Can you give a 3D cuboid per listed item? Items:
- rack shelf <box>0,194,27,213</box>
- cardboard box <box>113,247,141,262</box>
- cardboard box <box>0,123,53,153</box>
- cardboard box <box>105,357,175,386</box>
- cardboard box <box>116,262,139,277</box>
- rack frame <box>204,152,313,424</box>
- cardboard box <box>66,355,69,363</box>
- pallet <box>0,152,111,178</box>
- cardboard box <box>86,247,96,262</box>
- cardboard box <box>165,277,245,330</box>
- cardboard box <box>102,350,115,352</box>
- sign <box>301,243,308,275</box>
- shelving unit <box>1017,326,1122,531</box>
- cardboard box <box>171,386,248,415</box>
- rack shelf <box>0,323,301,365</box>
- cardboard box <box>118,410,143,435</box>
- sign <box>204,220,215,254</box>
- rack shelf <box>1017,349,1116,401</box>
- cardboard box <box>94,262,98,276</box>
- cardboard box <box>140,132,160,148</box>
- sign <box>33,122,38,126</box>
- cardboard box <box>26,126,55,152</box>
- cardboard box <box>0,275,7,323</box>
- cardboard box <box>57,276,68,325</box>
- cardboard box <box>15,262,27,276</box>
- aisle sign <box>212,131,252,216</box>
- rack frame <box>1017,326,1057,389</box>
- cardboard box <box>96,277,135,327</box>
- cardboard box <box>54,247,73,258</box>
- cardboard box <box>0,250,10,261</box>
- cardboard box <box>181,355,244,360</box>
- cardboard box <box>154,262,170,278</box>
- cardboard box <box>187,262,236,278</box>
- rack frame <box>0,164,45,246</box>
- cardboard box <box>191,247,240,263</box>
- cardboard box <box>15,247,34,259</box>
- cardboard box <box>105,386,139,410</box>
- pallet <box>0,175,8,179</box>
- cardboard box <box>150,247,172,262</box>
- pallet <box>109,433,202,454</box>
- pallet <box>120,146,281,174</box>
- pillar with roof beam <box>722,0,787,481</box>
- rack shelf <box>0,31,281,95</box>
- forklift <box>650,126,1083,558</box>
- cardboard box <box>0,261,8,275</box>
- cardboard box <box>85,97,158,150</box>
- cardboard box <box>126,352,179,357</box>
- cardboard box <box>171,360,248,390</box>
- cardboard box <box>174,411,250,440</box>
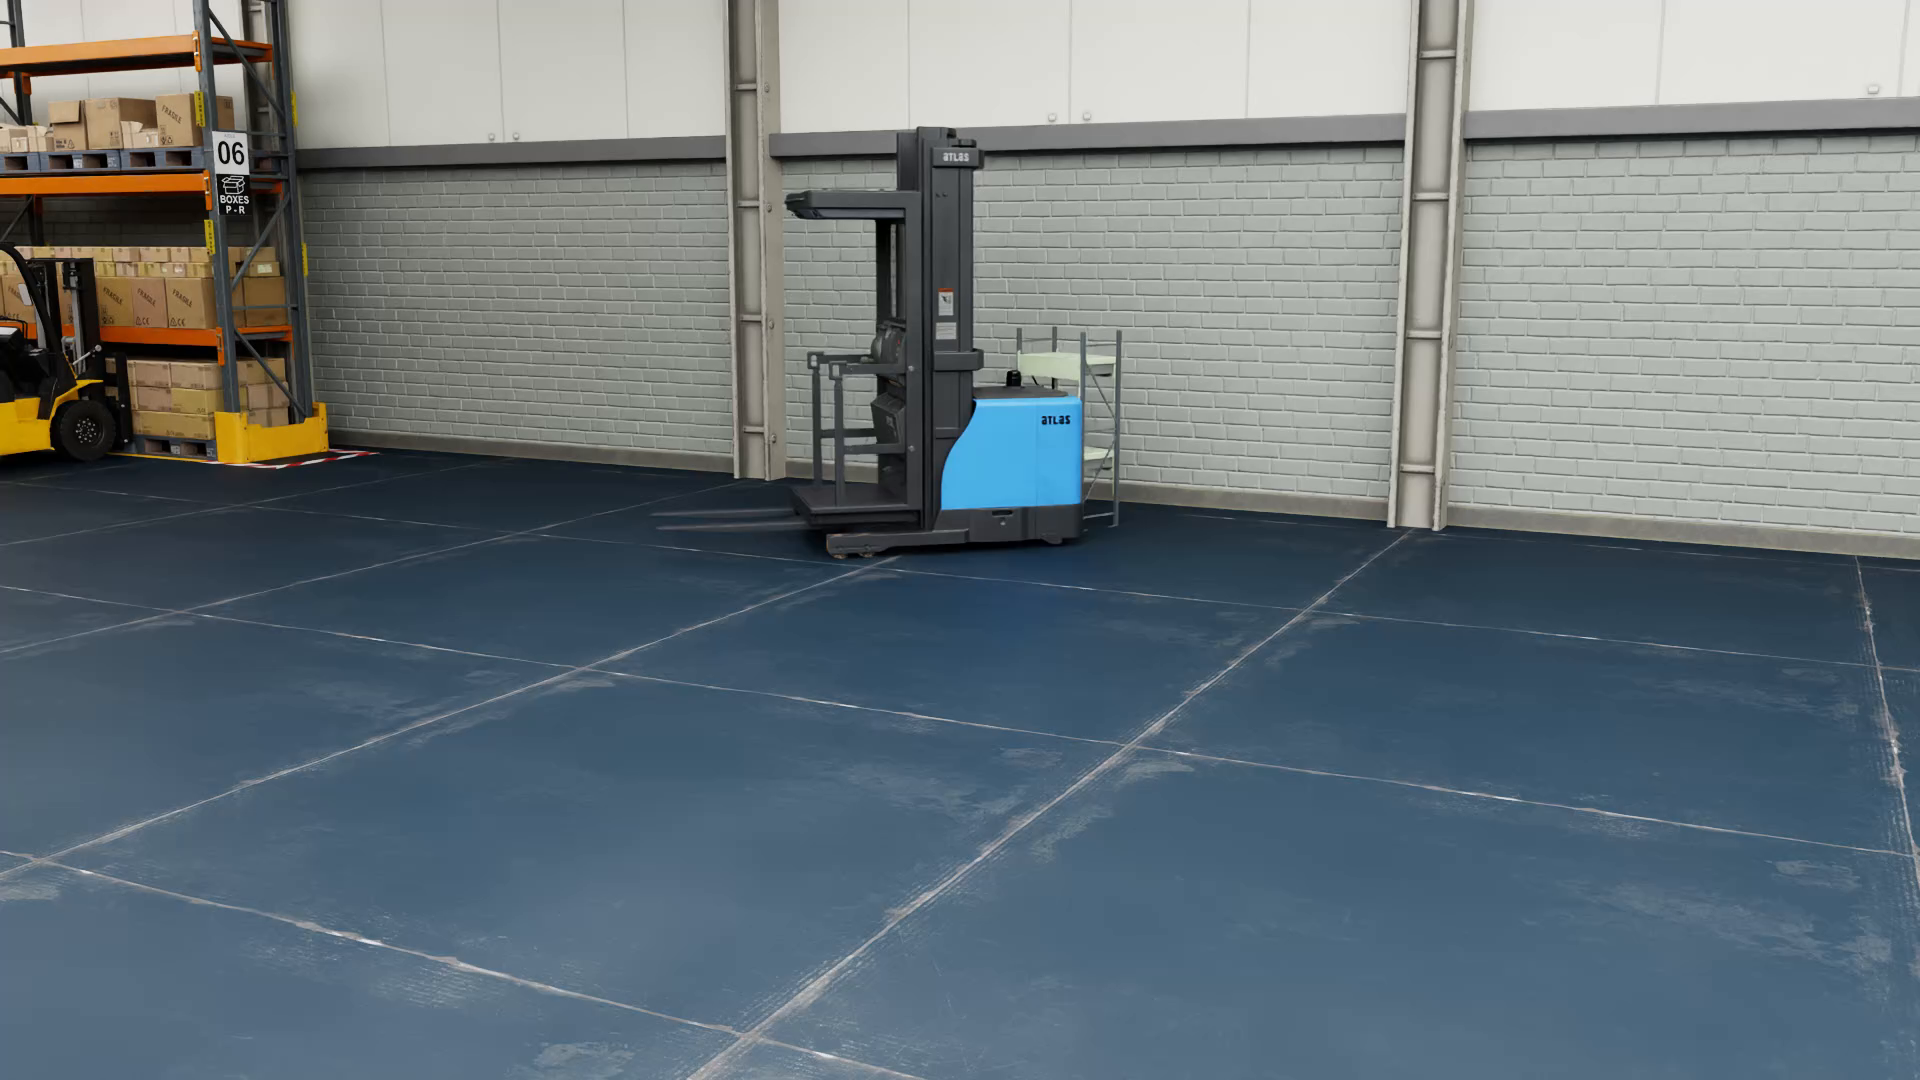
[{"bbox_3d":[-12.388,-3.928,19.108,4.000,0.370,1.077,5,11,26],"label":"rack shelf"},{"bbox_3d":[-8.376,-2.907,16.935,0.250,0.149,0.380,5,12,27],"label":"cardboard box"},{"bbox_3d":[-9.956,-4.232,17.557,0.500,0.311,0.500,5,12,27],"label":"cardboard box"},{"bbox_3d":[-8.475,-1.743,17.170,0.500,0.250,0.500,5,11,27],"label":"cardboard box"},{"bbox_3d":[-8.367,-2.764,16.980,0.250,0.149,0.380,5,11,24],"label":"cardboard box"},{"bbox_3d":[-7.007,-2.333,16.698,0.127,3.000,1.000,5,11,26],"label":"rack frame"},{"bbox_3d":[-9.394,-1.826,17.633,0.500,0.250,0.500,5,12,28],"label":"cardboard box"},{"bbox_3d":[-9.818,-4.018,17.832,1.213,0.211,1.003,5,11,26],"label":"pallet"},{"bbox_3d":[-8.800,-2.962,17.238,0.250,0.149,0.380,5,11,27],"label":"cardboard box"},{"bbox_3d":[-7.565,-2.379,16.672,0.500,0.500,0.500,5,11,25],"label":"cardboard box"},{"bbox_3d":[-9.606,-1.948,18.307,0.500,0.250,0.500,5,11,25],"label":"cardboard box"},{"bbox_3d":[-6.756,-2.886,17.101,0.005,0.325,0.100,5,11,26],"label":"sign"},{"bbox_3d":[0.831,-0.875,12.855,0.431,1.500,0.755,-8,13,-38],"label":"shelving unit"},{"bbox_3d":[-7.582,-1.421,16.797,0.500,0.250,0.500,5,11,25],"label":"cardboard box"},{"bbox_3d":[-8.801,-2.137,17.633,4.000,0.370,1.077,5,11,26],"label":"rack shelf"},{"bbox_3d":[-8.455,-1.255,17.282,0.500,0.250,0.500,5,11,26],"label":"cardboard box"},{"bbox_3d":[-7.260,-2.934,16.101,0.005,0.325,0.100,5,11,26],"label":"sign"},{"bbox_3d":[0.831,-1.259,12.786,0.431,0.370,0.720,-8,13,-38],"label":"rack shelf"},{"bbox_3d":[-8.787,-2.815,17.261,0.250,0.149,0.380,5,11,25],"label":"cardboard box"},{"bbox_3d":[-7.884,-3.958,16.500,0.250,0.149,0.380,5,11,24],"label":"cardboard box"},{"bbox_3d":[-10.350,-4.506,18.610,0.005,0.325,0.100,5,11,26],"label":"sign"},{"bbox_3d":[-9.397,-4.149,17.224,0.258,0.266,0.396,5,11,24],"label":"cardboard box"},{"bbox_3d":[-10.312,-2.621,18.007,0.500,0.500,0.500,5,11,24],"label":"cardboard box"},{"bbox_3d":[-9.383,-2.543,17.576,0.500,0.500,0.500,5,11,25],"label":"cardboard box"},{"bbox_3d":[-9.757,-2.882,17.629,0.250,0.149,0.380,5,12,27],"label":"cardboard box"},{"bbox_3d":[-7.078,-3.560,16.179,0.004,0.787,0.394,5,11,26],"label":"aisle sign"},{"bbox_3d":[0.604,-0.926,13.138,0.400,1.500,0.023,-8,13,-38],"label":"rack frame"},{"bbox_3d":[-8.485,-2.462,17.129,0.500,0.500,0.500,5,11,25],"label":"cardboard box"},{"bbox_3d":[-9.249,-3.002,17.455,0.250,0.149,0.380,5,11,26],"label":"cardboard box"},{"bbox_3d":[-10.157,-3.087,17.928,0.250,0.149,0.380,5,11,27],"label":"cardboard box"},{"bbox_3d":[-7.804,-1.786,17.407,0.500,0.250,0.500,5,11,26],"label":"cardboard box"},{"bbox_3d":[-7.890,-2.730,16.787,0.250,0.149,0.380,5,12,27],"label":"cardboard box"},{"bbox_3d":[-7.442,-2.684,16.535,0.250,0.149,0.380,5,11,27],"label":"cardboard box"},{"bbox_3d":[-10.594,-2.648,18.440,0.127,3.000,1.000,5,11,26],"label":"rack frame"},{"bbox_3d":[-7.421,-2.842,16.575,0.250,0.149,0.380,5,11,26],"label":"cardboard box"},{"bbox_3d":[-9.747,-3.029,17.606,0.250,0.149,0.380,5,12,27],"label":"cardboard box"},{"bbox_3d":[-8.499,-1.500,17.231,0.500,0.250,0.500,5,11,25],"label":"cardboard box"},{"bbox_3d":[-11.391,-4.098,18.562,1.217,0.209,0.805,5,11,24],"label":"pallet"},{"bbox_3d":[-7.903,-2.873,16.745,0.250,0.149,0.380,5,12,27],"label":"cardboard box"},{"bbox_3d":[-8.801,-1.111,17.775,1.213,0.211,1.003,5,11,26],"label":"pallet"},{"bbox_3d":[-7.630,-3.825,16.770,1.213,0.211,1.003,5,11,26],"label":"pallet"},{"bbox_3d":[-3.757,-4.324,10.851,0.400,9.000,9.100,5,11,26],"label":"pillar with roof beam"},{"bbox_3d":[-8.801,-4.892,17.135,4.000,0.370,1.077,5,11,26],"label":"rack shelf"},{"bbox_3d":[-0.689,-1.419,11.839,3.031,2.935,1.130,-2,11,-13],"label":"forklift"},{"bbox_3d":[-10.192,-2.929,17.891,0.250,0.149,0.380,5,12,27],"label":"cardboard box"},{"bbox_3d":[-8.386,-4.207,16.888,0.500,0.500,0.700,5,11,26],"label":"cardboard box"},{"bbox_3d":[-8.704,-1.868,17.864,0.500,0.250,0.500,5,11,25],"label":"cardboard box"},{"bbox_3d":[-7.558,-1.665,16.742,0.500,0.250,0.500,5,12,28],"label":"cardboard box"},{"bbox_3d":[-7.568,-1.173,16.832,0.500,0.250,0.500,5,11,26],"label":"cardboard box"}]
